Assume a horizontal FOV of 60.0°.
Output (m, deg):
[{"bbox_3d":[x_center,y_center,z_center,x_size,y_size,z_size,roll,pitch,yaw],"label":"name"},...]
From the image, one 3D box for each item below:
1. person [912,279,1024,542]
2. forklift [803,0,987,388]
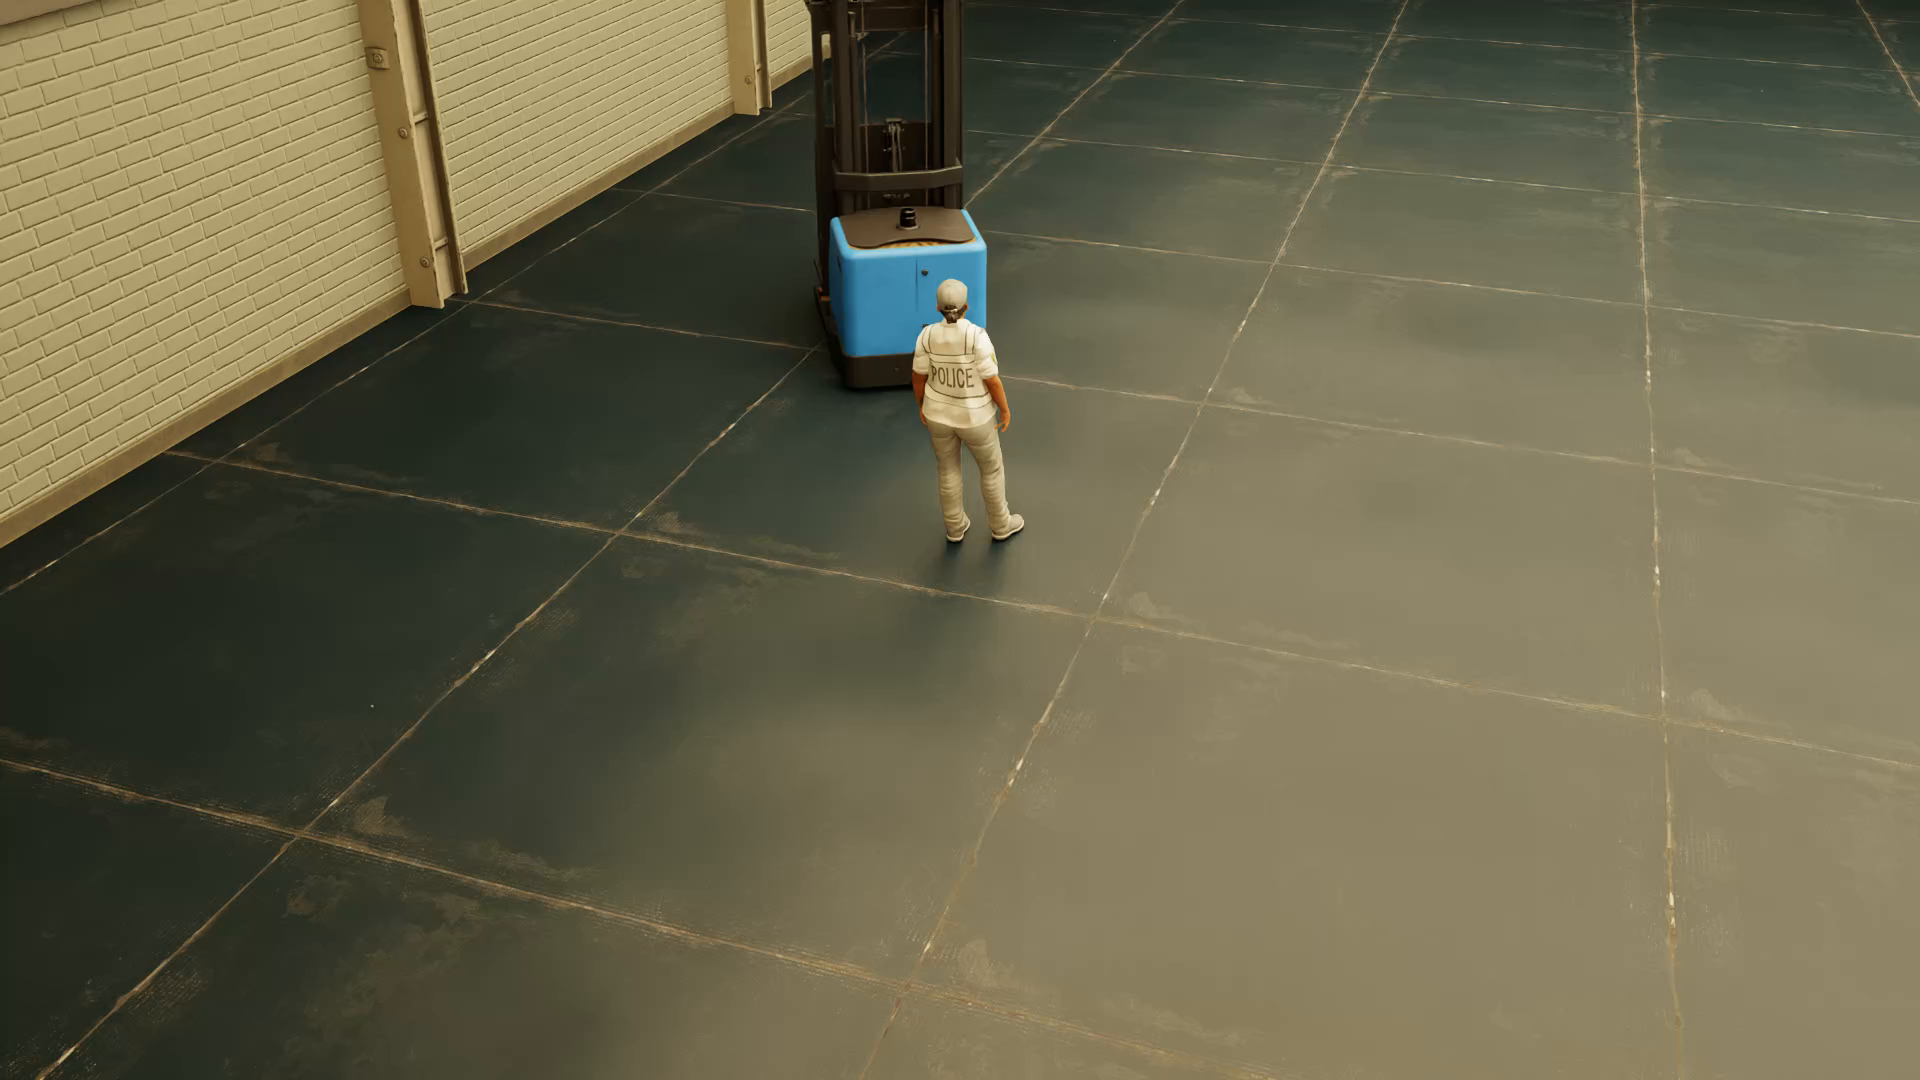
[{"bbox_3d":[0.046,-0.762,9.736,0.598,1.670,0.529,10,31,16],"label":"person"},{"bbox_3d":[-0.563,-3.069,12.520,1.130,2.935,3.031,-5,30,-9],"label":"forklift"}]
